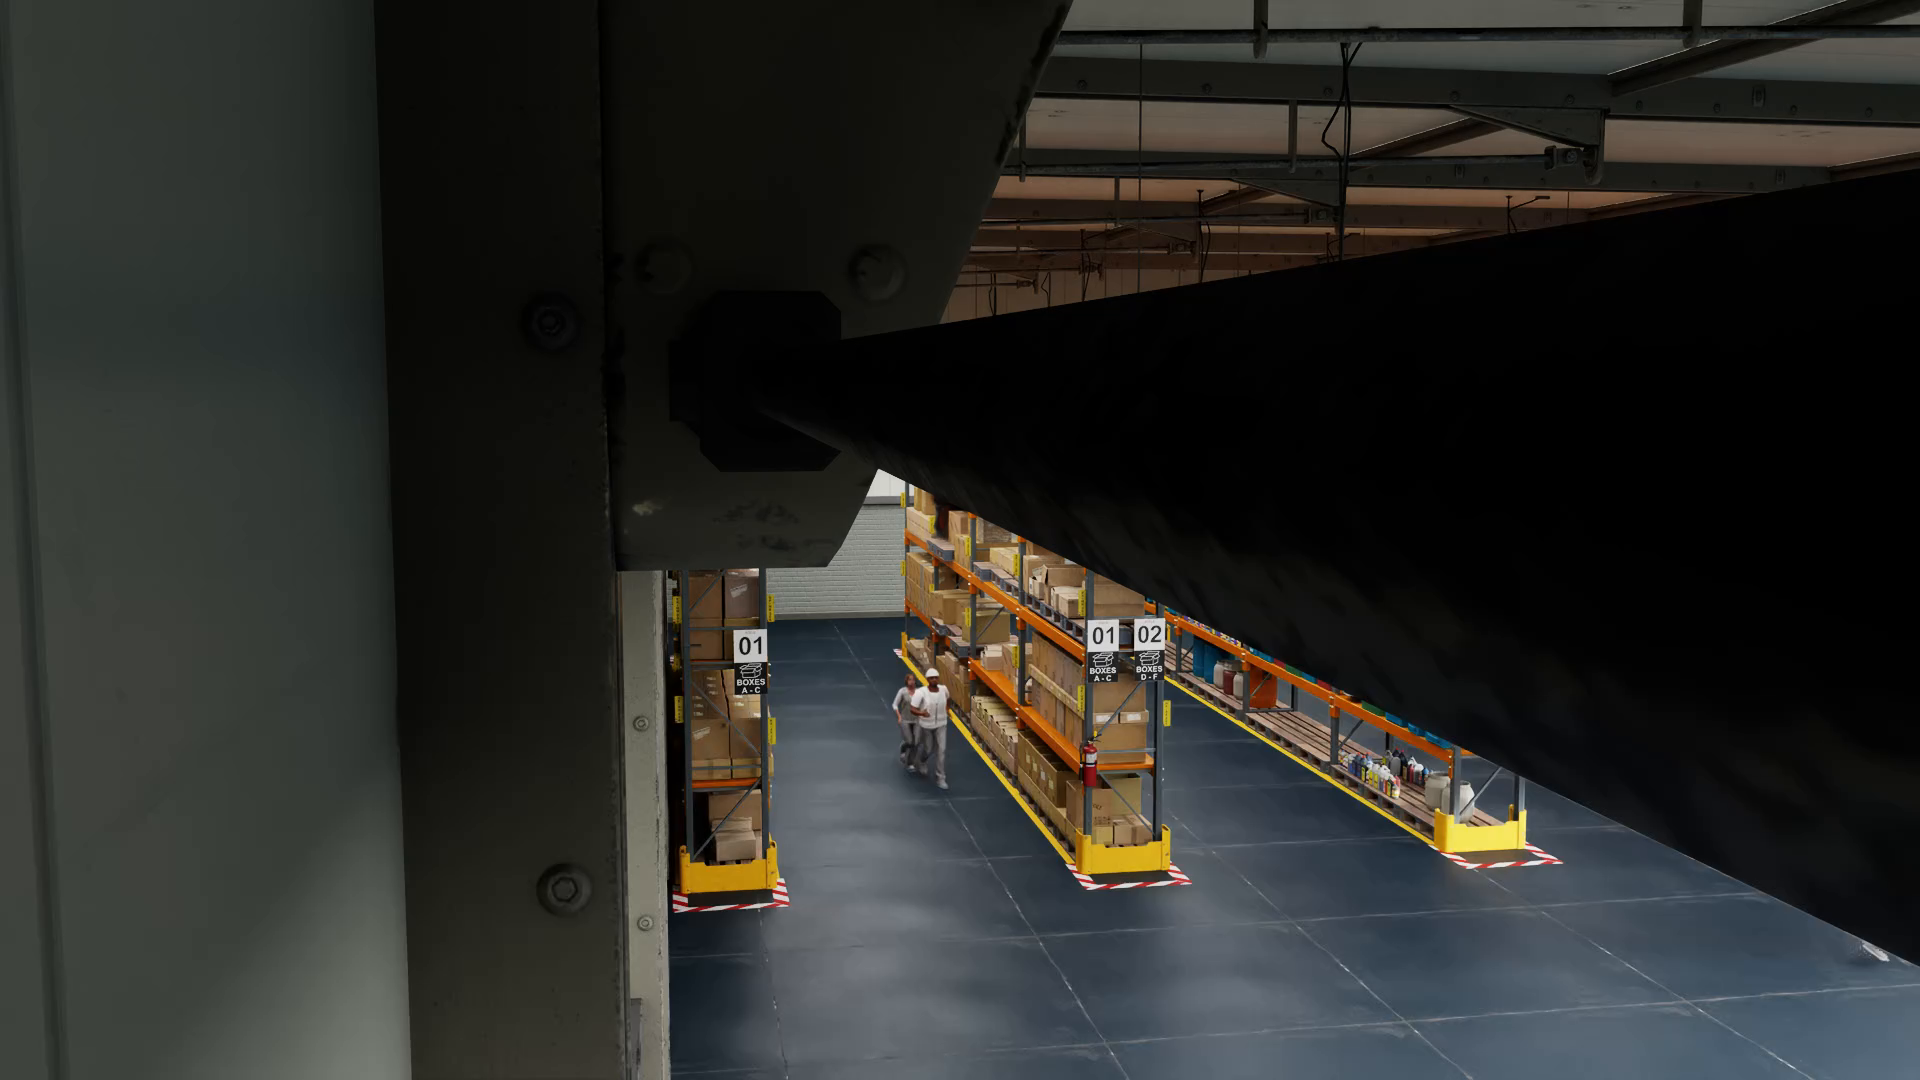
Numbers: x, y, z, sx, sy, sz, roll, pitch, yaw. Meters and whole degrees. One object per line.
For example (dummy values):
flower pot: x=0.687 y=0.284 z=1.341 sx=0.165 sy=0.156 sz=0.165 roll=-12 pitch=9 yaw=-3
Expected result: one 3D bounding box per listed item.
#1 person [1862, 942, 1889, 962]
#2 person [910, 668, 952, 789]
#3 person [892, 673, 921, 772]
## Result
person: x=10.003 y=3.647 z=17.537 sx=0.850 sy=1.719 sz=0.570 roll=1 pitch=6 yaw=12
person: x=-0.414 y=2.821 z=25.229 sx=0.701 sy=1.765 sz=0.972 roll=-2 pitch=6 yaw=-18
person: x=-0.780 y=2.860 z=26.077 sx=0.507 sy=1.552 sz=0.512 roll=-2 pitch=6 yaw=-16
